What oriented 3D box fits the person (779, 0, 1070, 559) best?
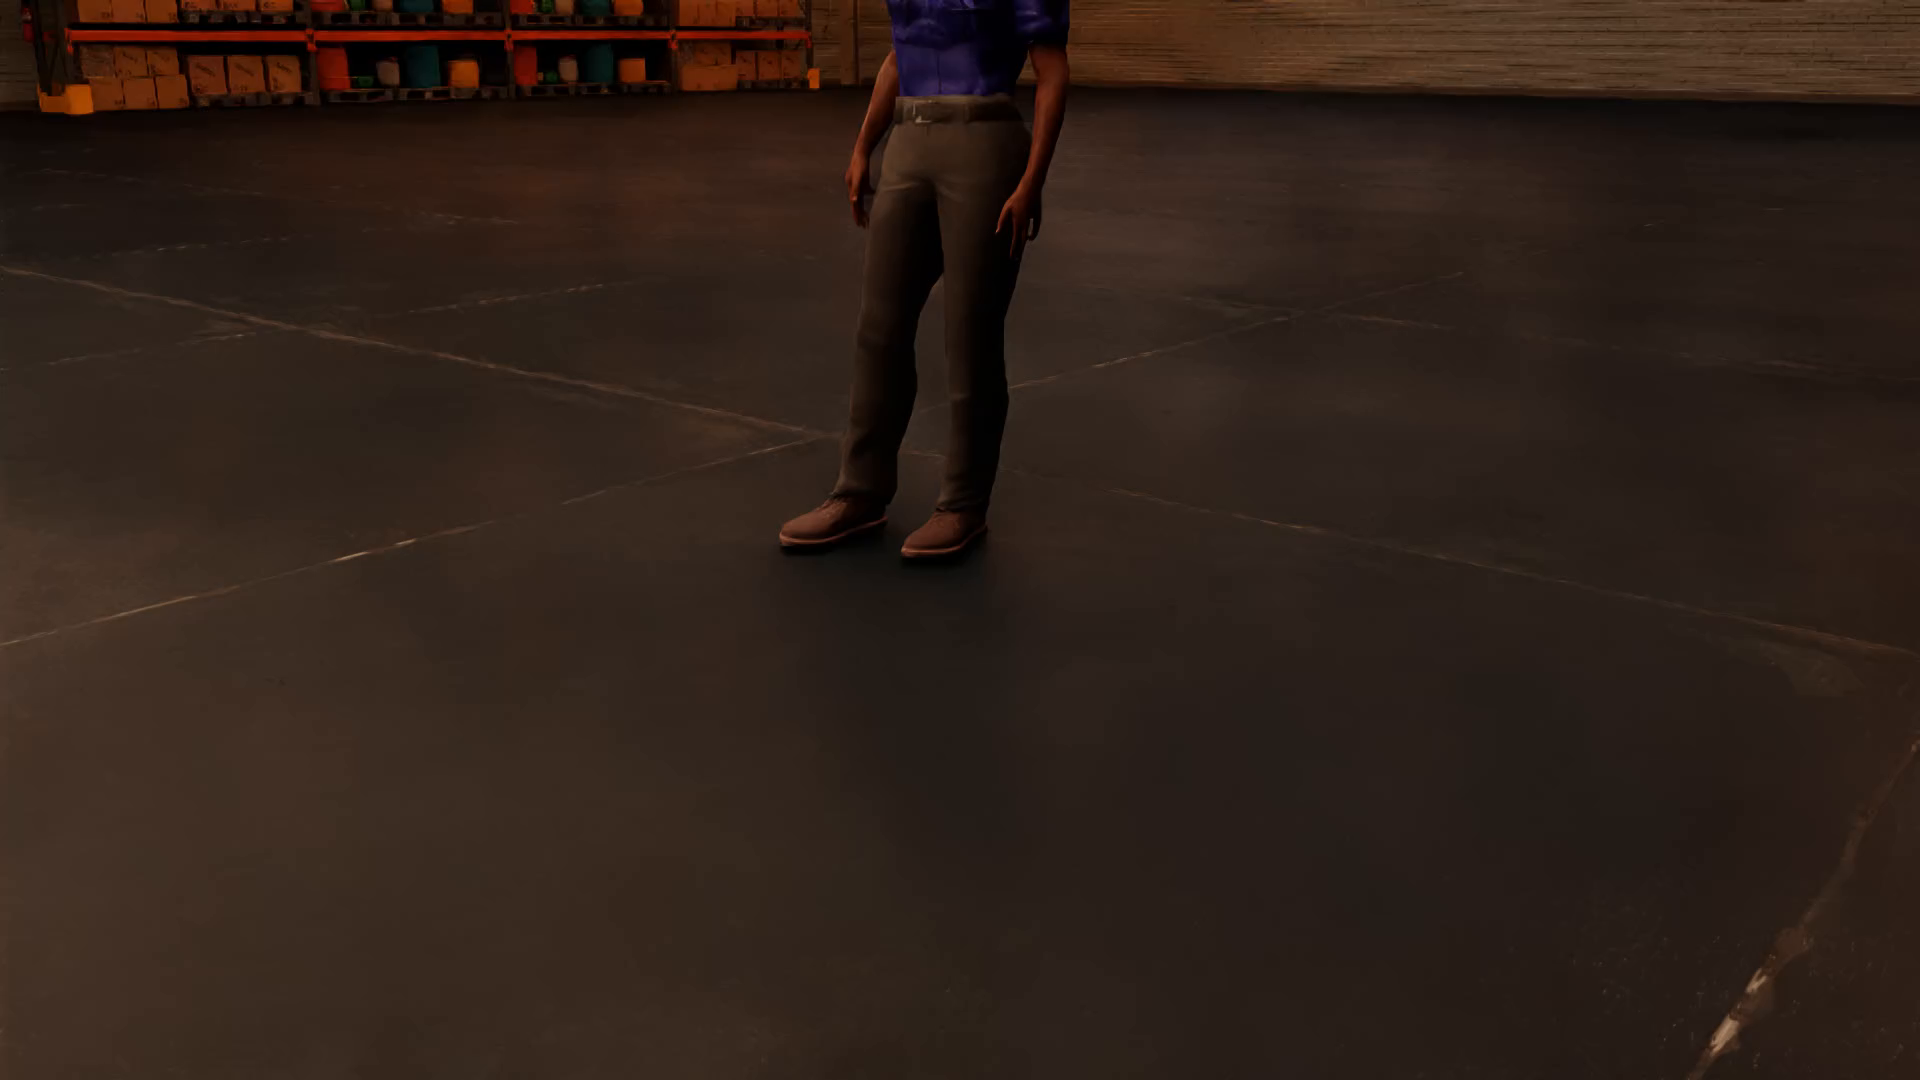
[{"bbox_3d":[-0.071,-0.782,3.647,0.570,1.654,0.503,13,21,37],"label":"person"}]
